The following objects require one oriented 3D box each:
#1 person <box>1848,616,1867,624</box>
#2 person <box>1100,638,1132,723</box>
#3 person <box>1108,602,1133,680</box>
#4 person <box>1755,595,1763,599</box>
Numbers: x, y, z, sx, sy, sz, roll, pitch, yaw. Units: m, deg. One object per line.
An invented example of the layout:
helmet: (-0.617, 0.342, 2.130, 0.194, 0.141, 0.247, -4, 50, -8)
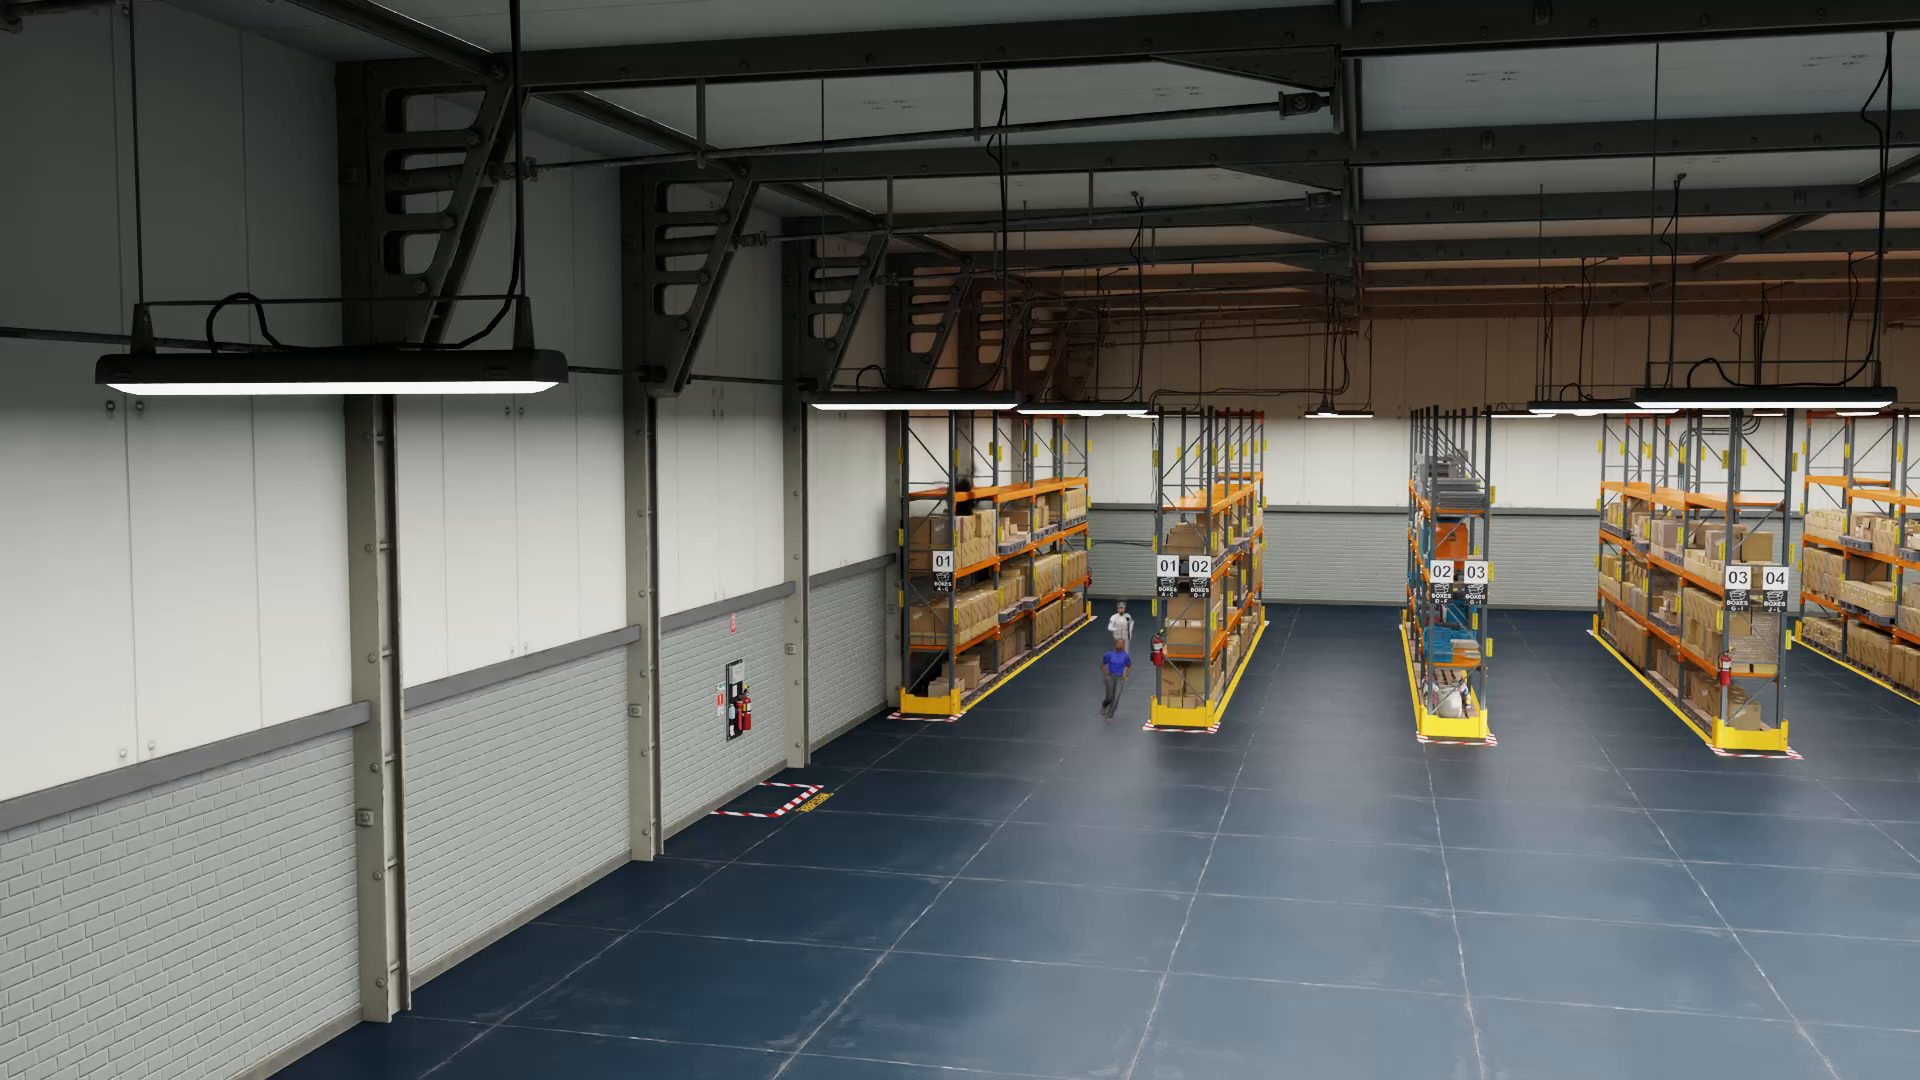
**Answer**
person: (23.785, 1.747, 44.093, 0.791, 1.654, 0.665, -3, 5, -34)
person: (2.975, 2.665, 31.580, 0.577, 1.584, 0.546, 0, 4, -5)
person: (3.584, 2.213, 37.038, 0.574, 1.707, 0.896, 0, 4, 2)
person: (20.403, 1.814, 42.499, 0.733, 1.751, 0.915, 1, 4, 18)
